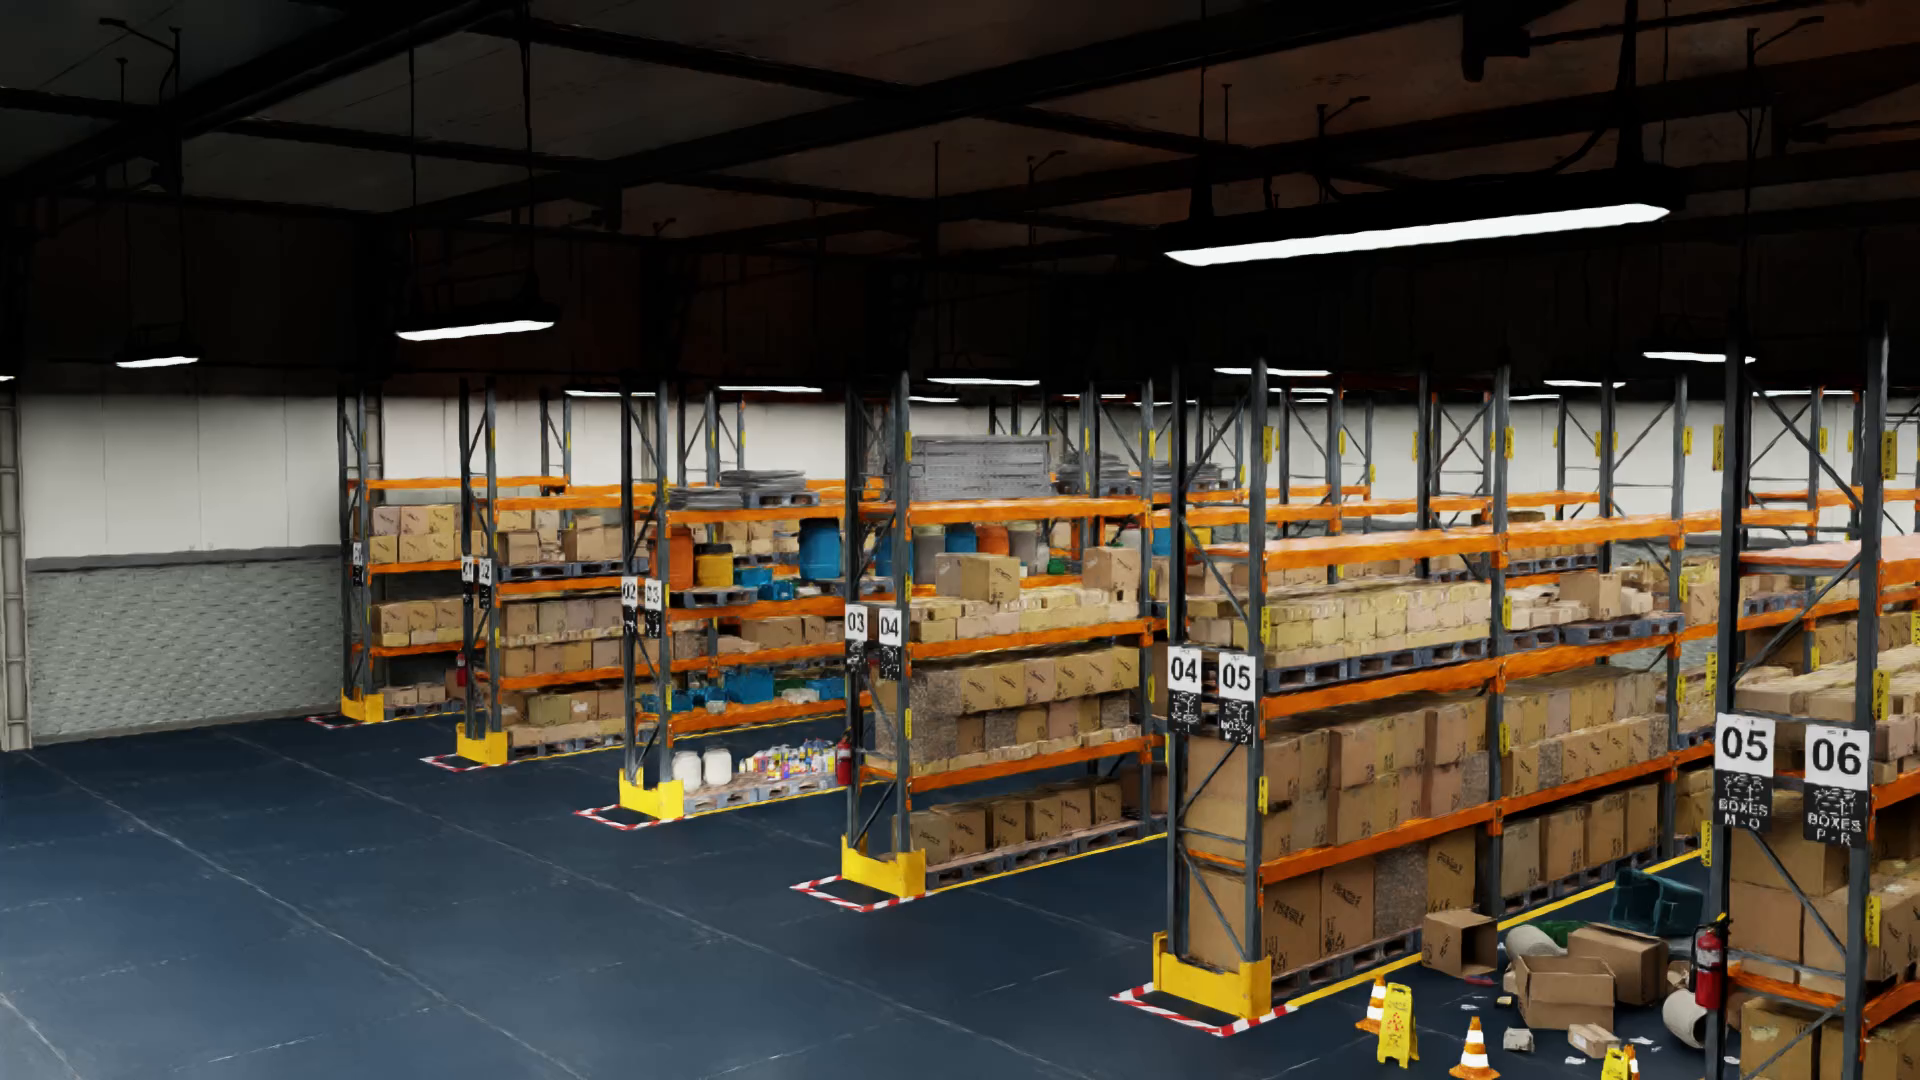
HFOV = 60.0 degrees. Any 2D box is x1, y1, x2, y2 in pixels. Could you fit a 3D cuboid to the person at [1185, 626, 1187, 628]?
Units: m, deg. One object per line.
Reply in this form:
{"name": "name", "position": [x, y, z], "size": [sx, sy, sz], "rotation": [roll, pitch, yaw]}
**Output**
{"name": "person", "position": [5.108, 1.829, 37.763], "size": [0.733, 1.687, 0.566], "rotation": [0, 4, -7]}
